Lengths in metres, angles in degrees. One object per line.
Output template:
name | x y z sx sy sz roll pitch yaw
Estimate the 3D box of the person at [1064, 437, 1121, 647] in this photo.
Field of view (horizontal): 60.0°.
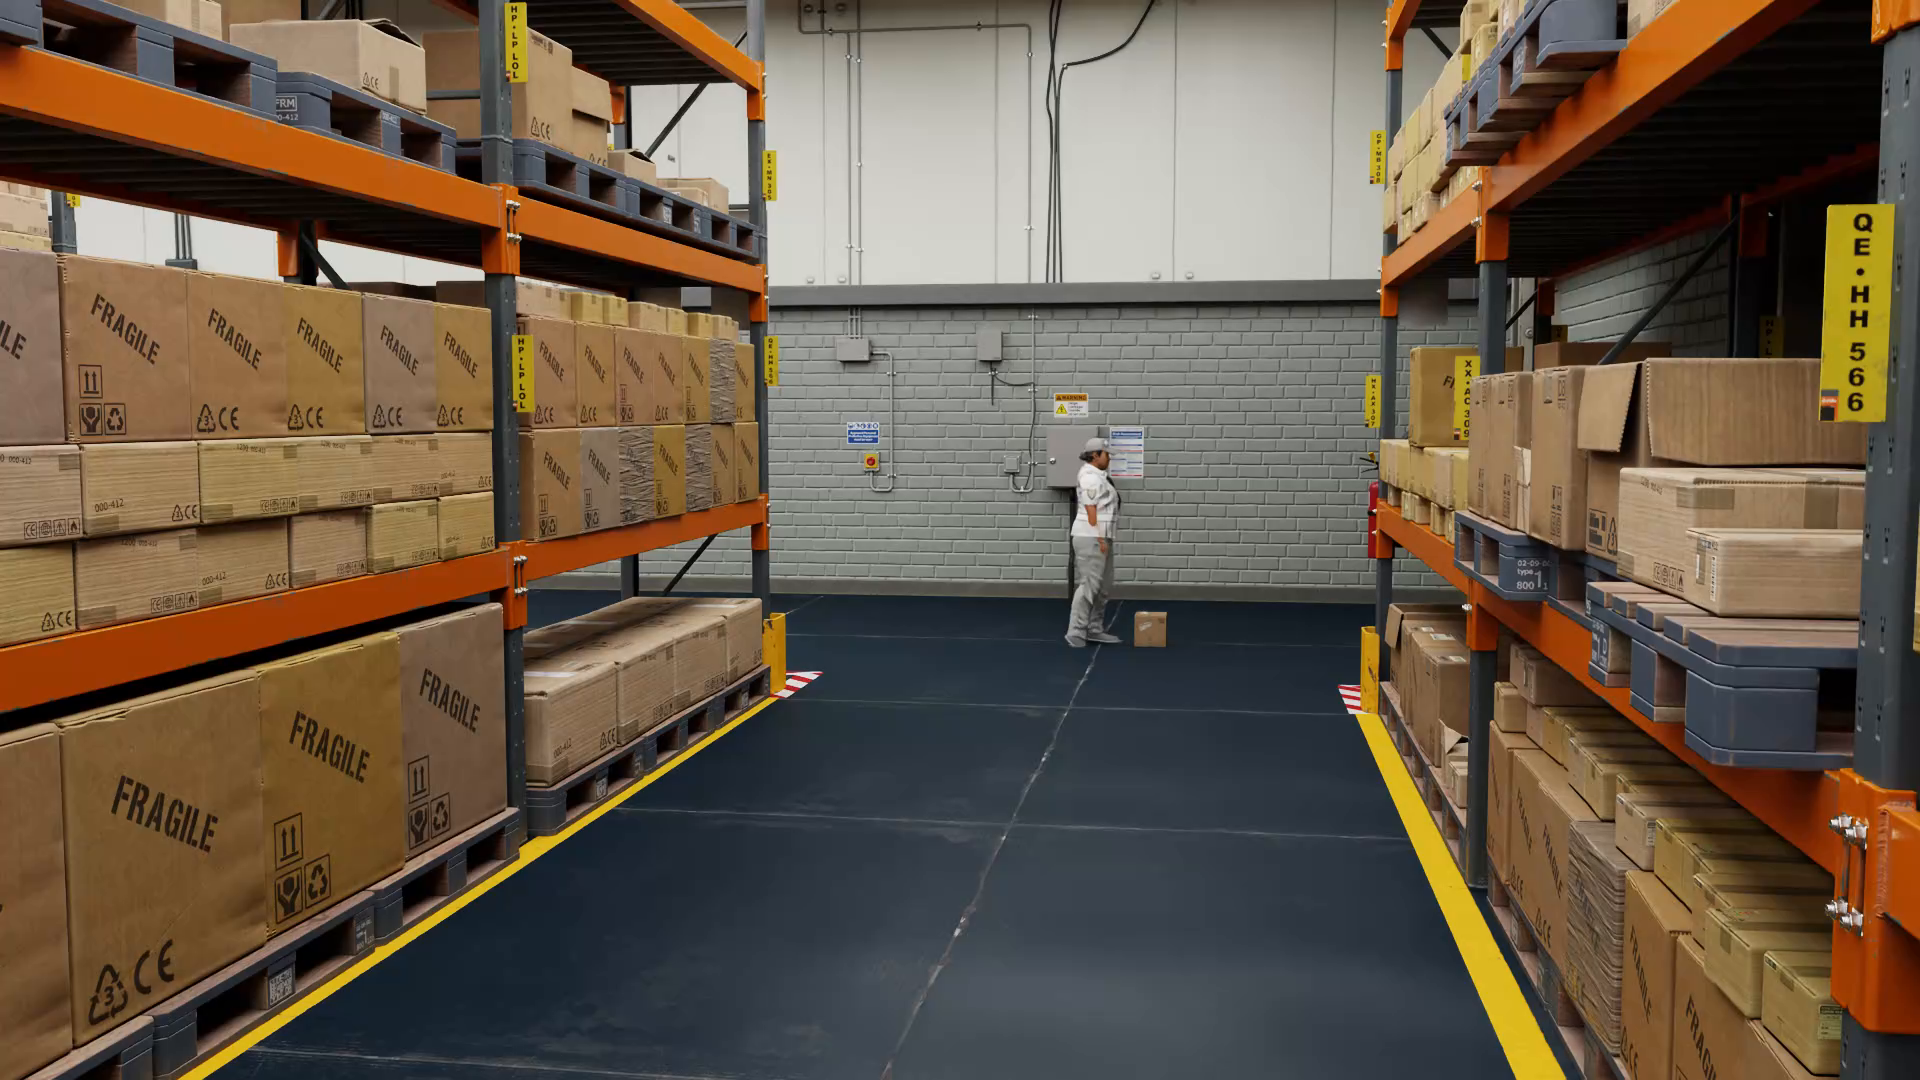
person | 1.066 0.066 13.321 0.428 1.777 0.481 1 5 9
